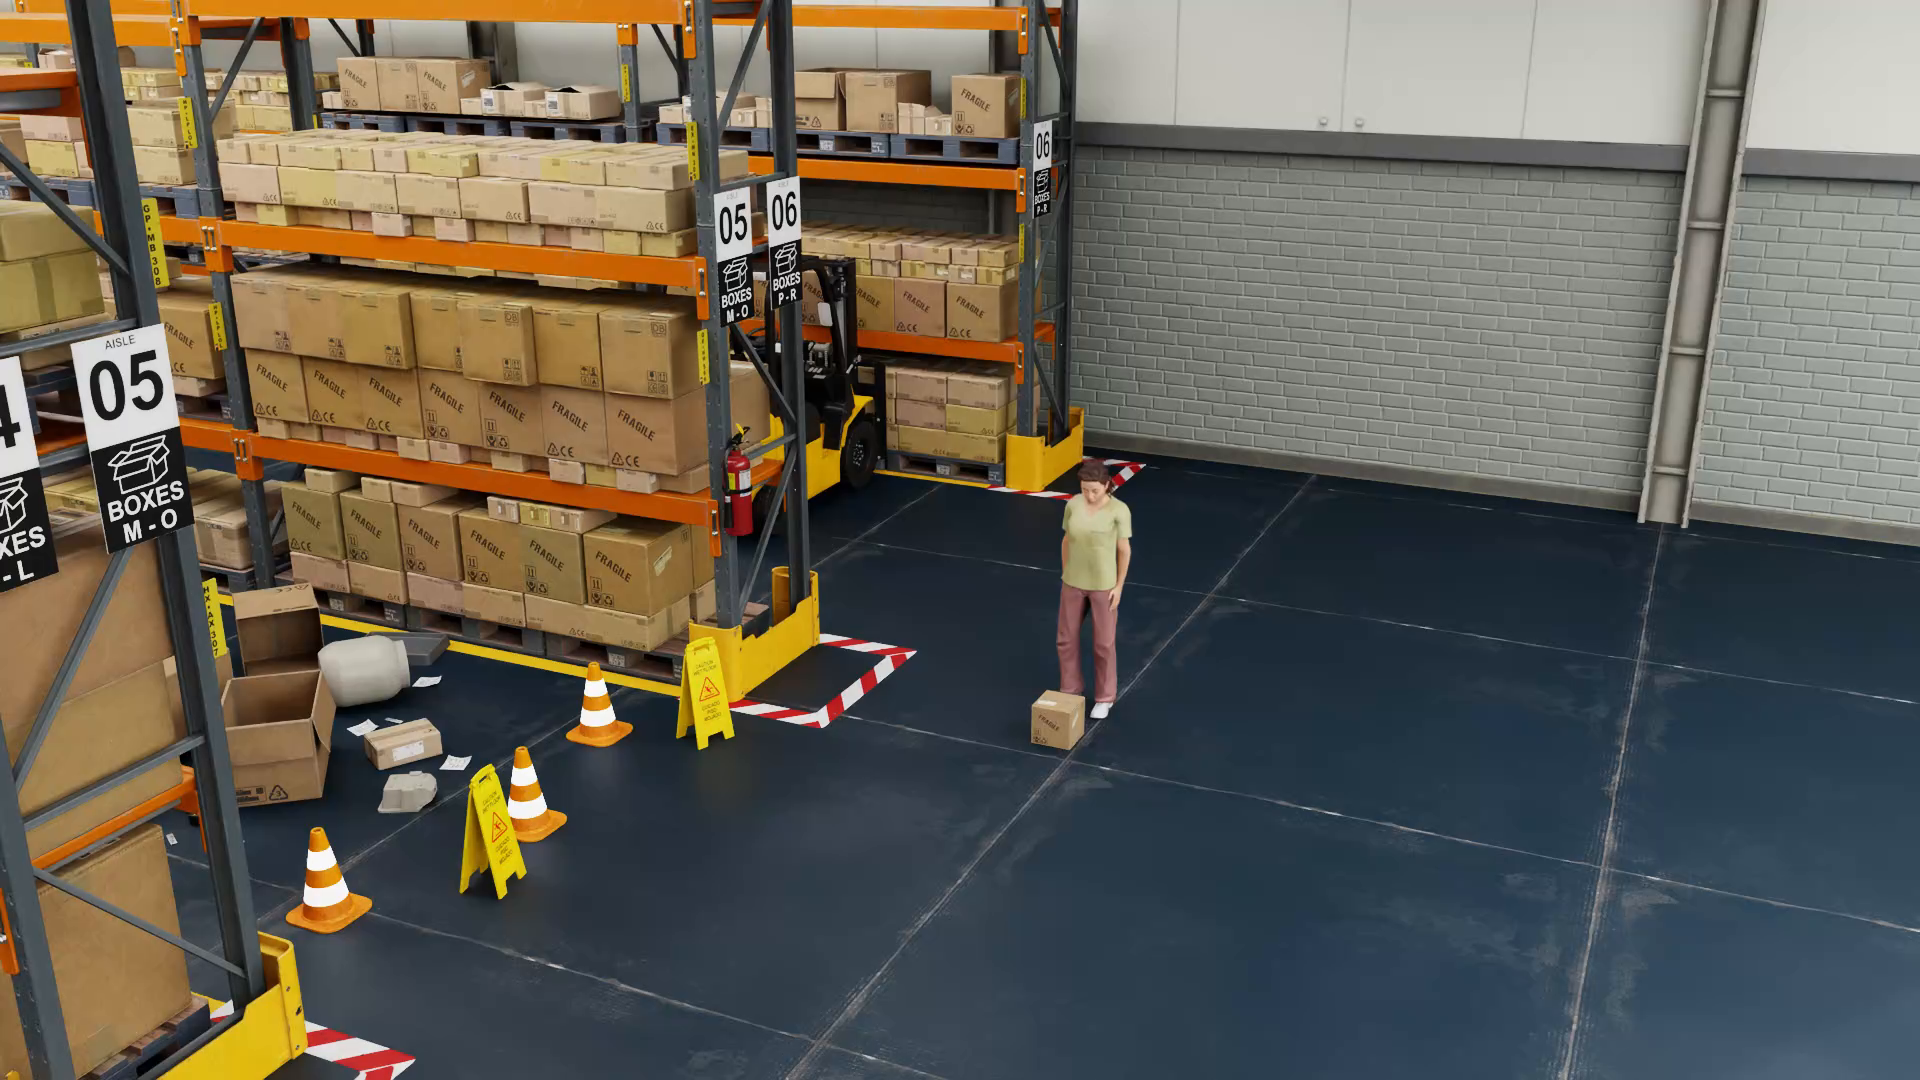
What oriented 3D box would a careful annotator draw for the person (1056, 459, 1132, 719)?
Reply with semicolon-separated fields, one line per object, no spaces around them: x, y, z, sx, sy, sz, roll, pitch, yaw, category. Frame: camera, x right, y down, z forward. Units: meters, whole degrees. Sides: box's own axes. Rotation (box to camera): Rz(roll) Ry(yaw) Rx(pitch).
0.826;0.286;10.274;0.455;1.662;0.347;9;21;24;person
